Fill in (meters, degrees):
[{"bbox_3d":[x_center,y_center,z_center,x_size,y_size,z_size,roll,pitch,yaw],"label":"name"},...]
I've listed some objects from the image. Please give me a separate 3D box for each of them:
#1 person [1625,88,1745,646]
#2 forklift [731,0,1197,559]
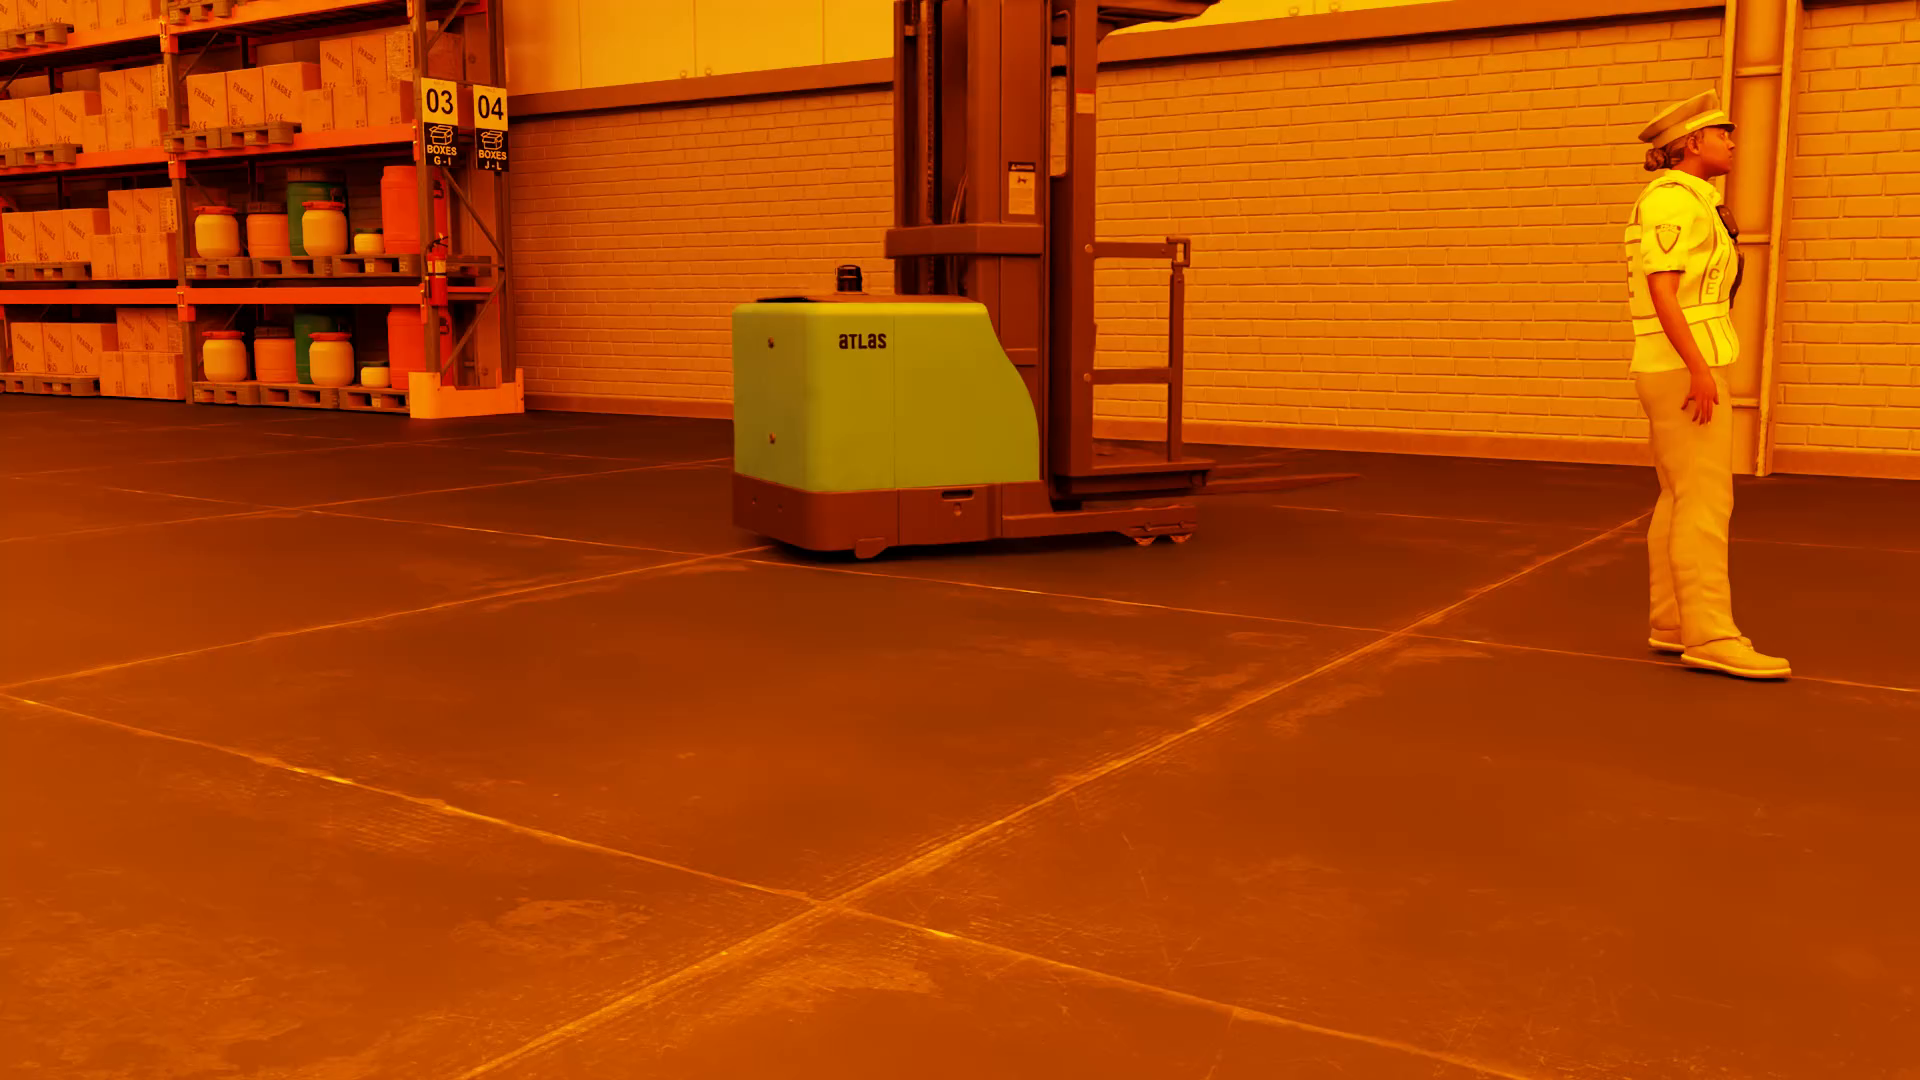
[{"bbox_3d":[2.190,-0.526,4.992,0.394,1.629,0.512,4,9,27],"label":"person"},{"bbox_3d":[0.506,-1.494,7.698,3.031,2.935,1.130,-4,9,-27],"label":"forklift"}]
